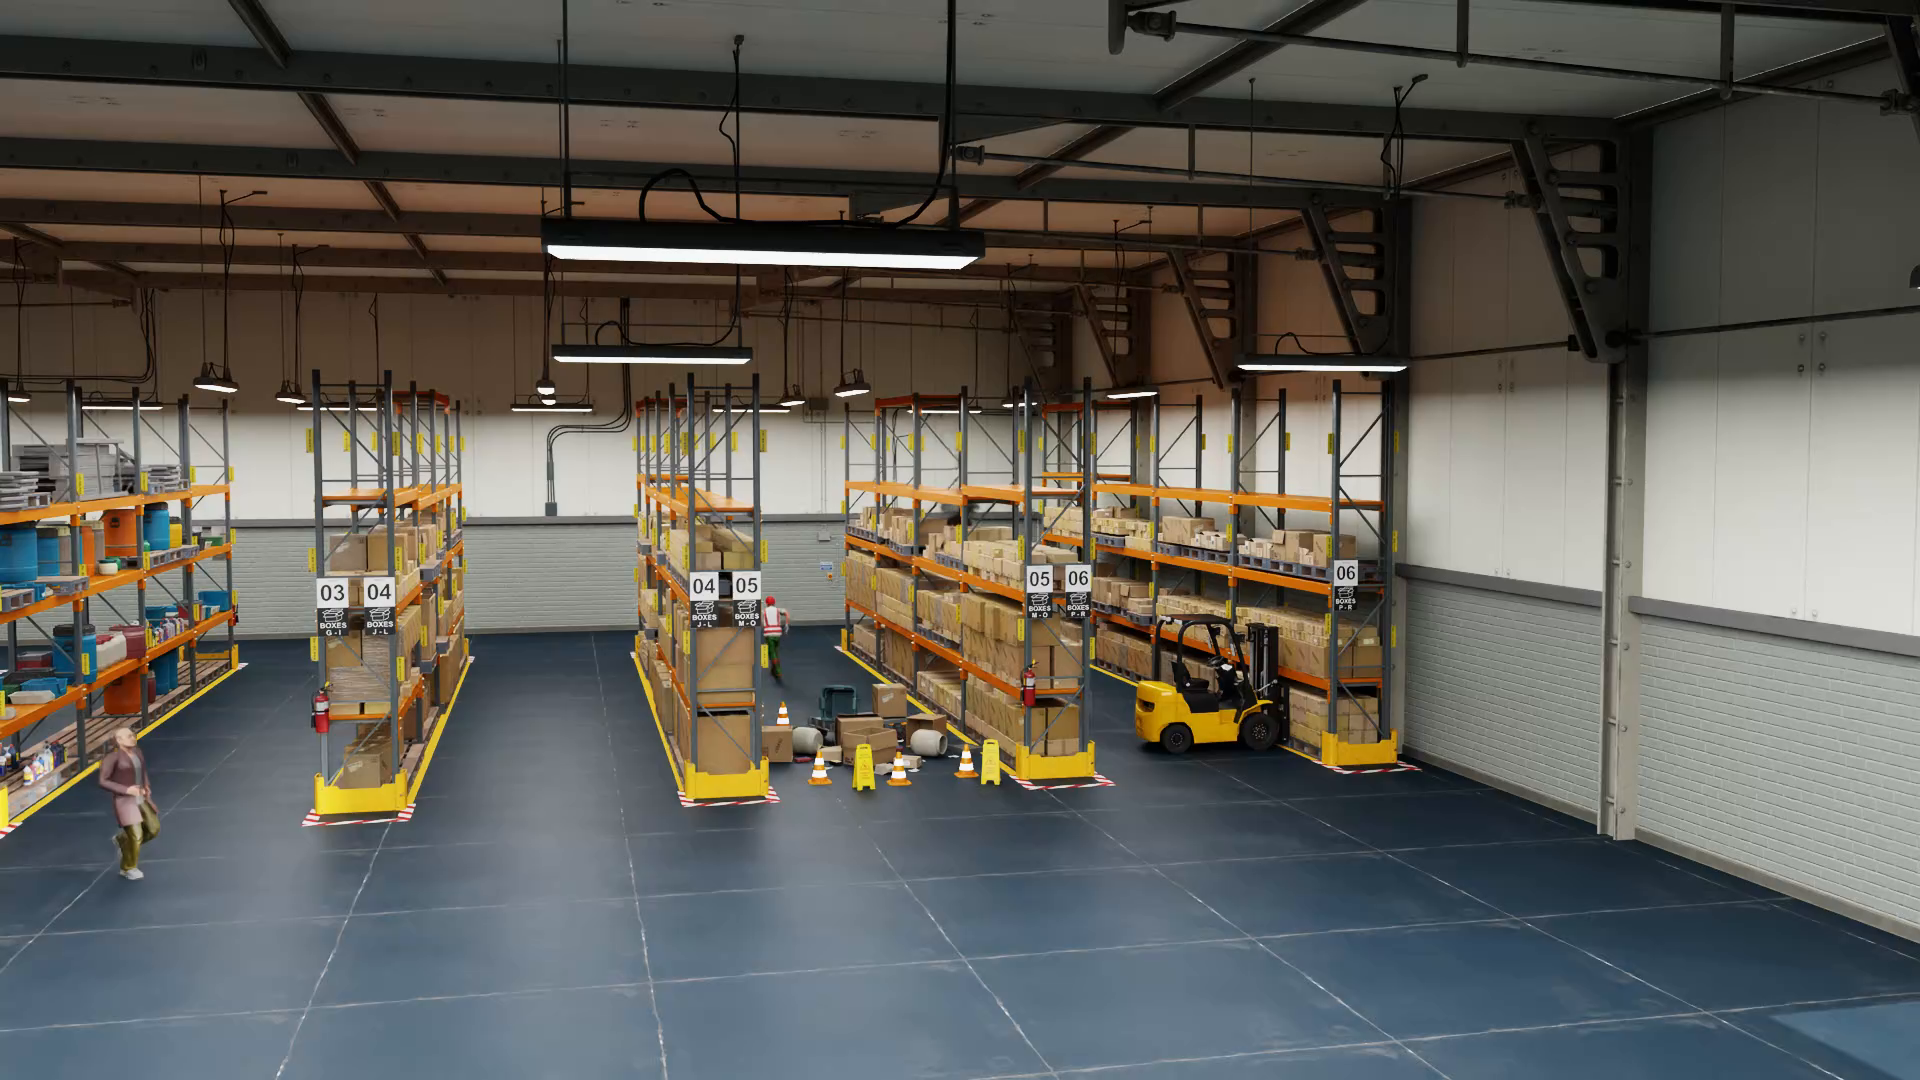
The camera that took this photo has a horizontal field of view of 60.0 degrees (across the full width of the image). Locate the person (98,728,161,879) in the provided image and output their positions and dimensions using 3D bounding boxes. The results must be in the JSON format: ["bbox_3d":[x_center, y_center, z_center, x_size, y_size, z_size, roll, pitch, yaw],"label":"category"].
[{"bbox_3d":[-9.584,3.030,19.179,0.613,1.736,0.768,1,3,13],"label":"person"}]

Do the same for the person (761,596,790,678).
[{"bbox_3d":[-3.980,2.081,35.437,0.646,1.758,0.948,-2,4,-27],"label":"person"}]
